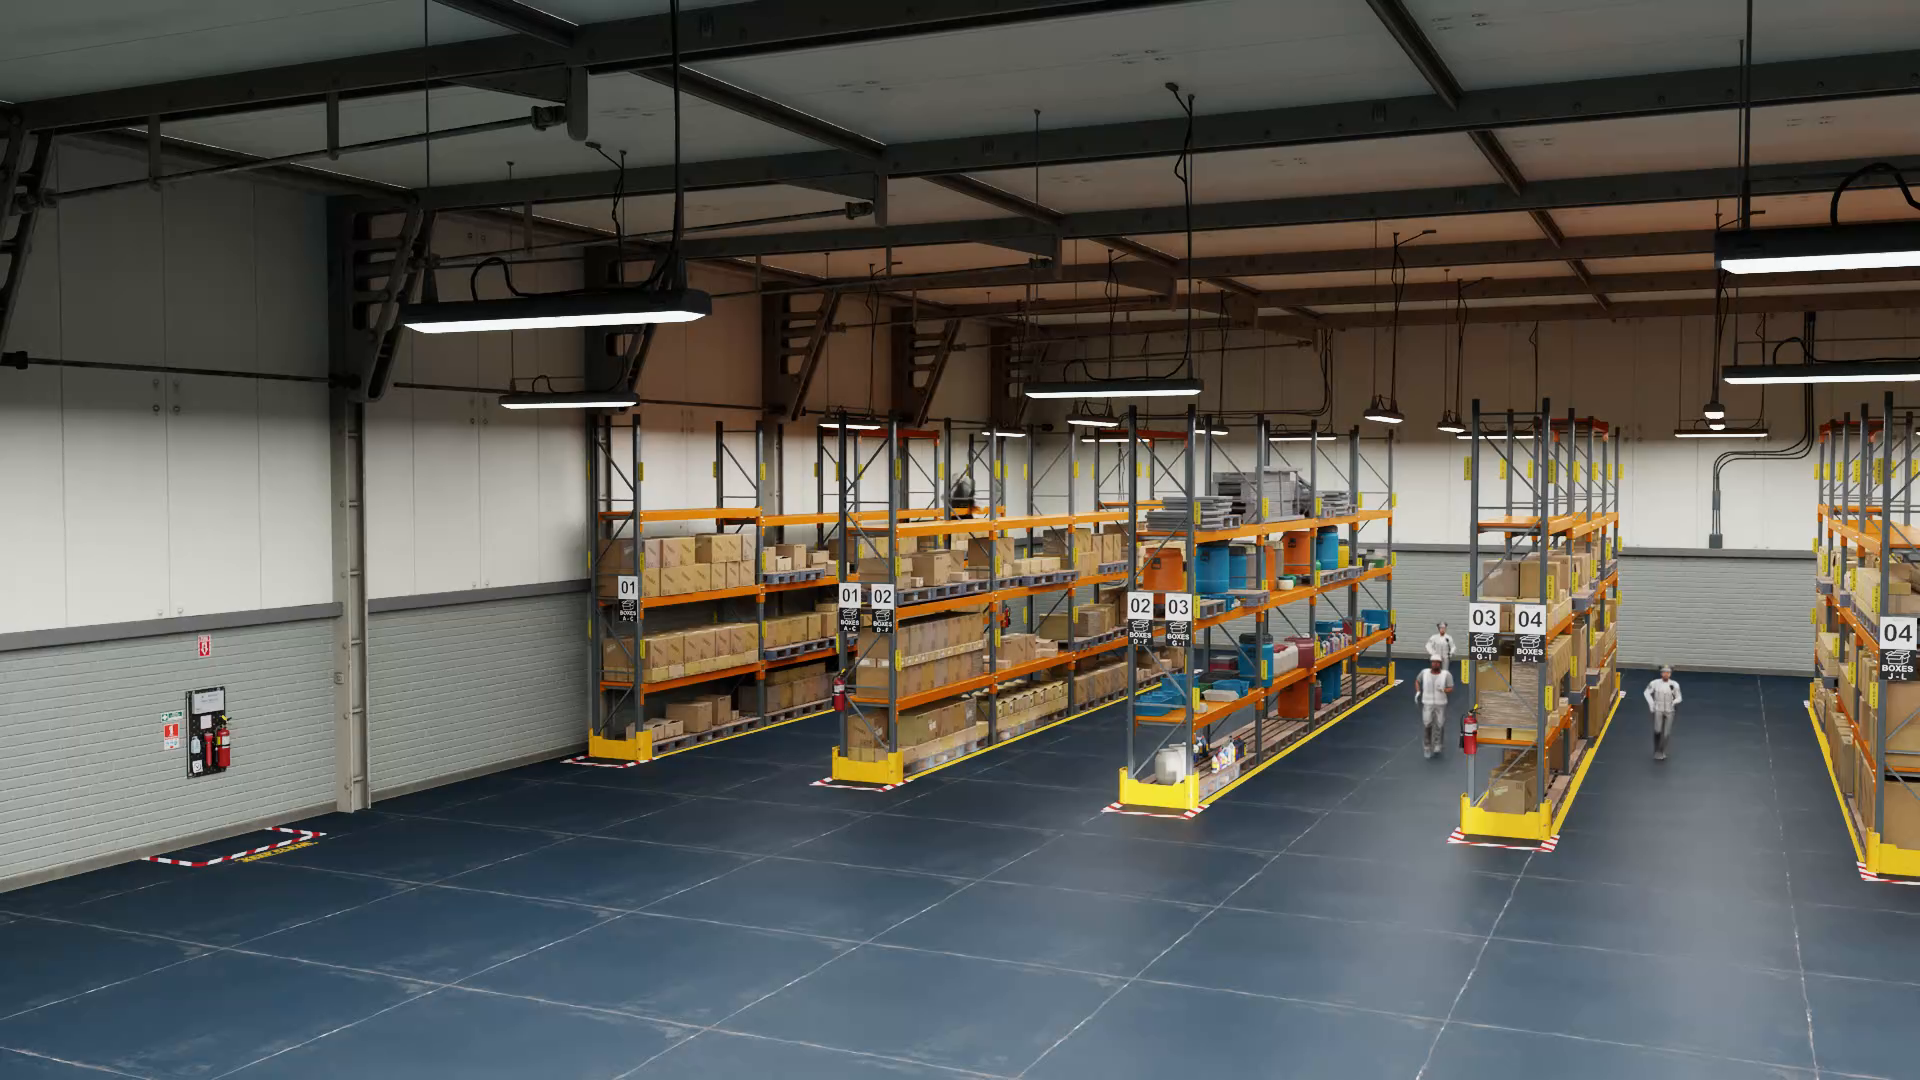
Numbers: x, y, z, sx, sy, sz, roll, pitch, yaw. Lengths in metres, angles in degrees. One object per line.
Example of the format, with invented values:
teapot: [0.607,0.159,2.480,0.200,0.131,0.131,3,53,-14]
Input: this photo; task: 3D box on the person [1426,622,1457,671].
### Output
person: [10.743,2.654,37.090,0.655,1.656,0.557,1,2,12]

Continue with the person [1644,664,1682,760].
person: [12.164,2.982,28.744,0.588,1.676,0.648,1,2,17]

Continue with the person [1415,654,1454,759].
person: [8.312,2.916,29.143,0.660,1.837,0.761,1,2,16]
